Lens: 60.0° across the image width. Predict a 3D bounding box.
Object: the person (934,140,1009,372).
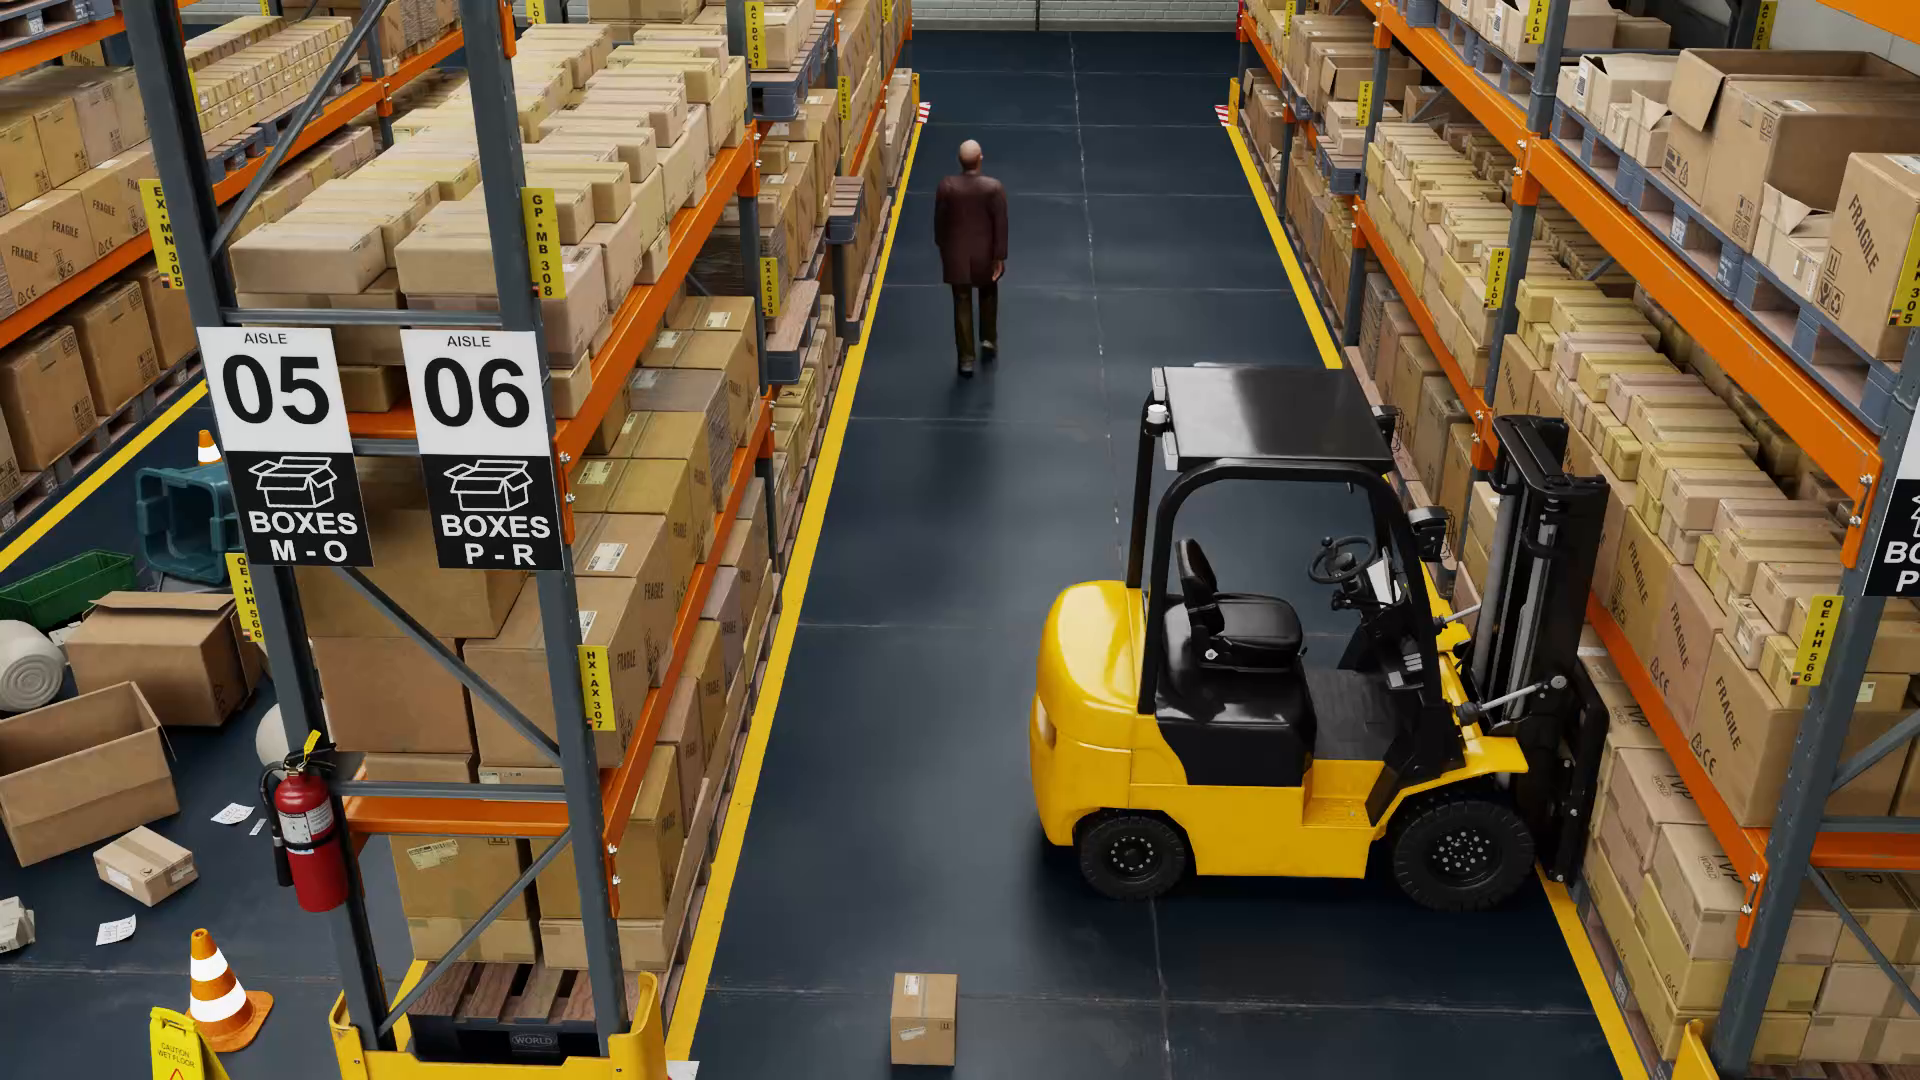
[{"bbox_3d":[0.084,-2.211,12.896,0.571,1.832,0.773,0,28,0],"label":"person"}]
